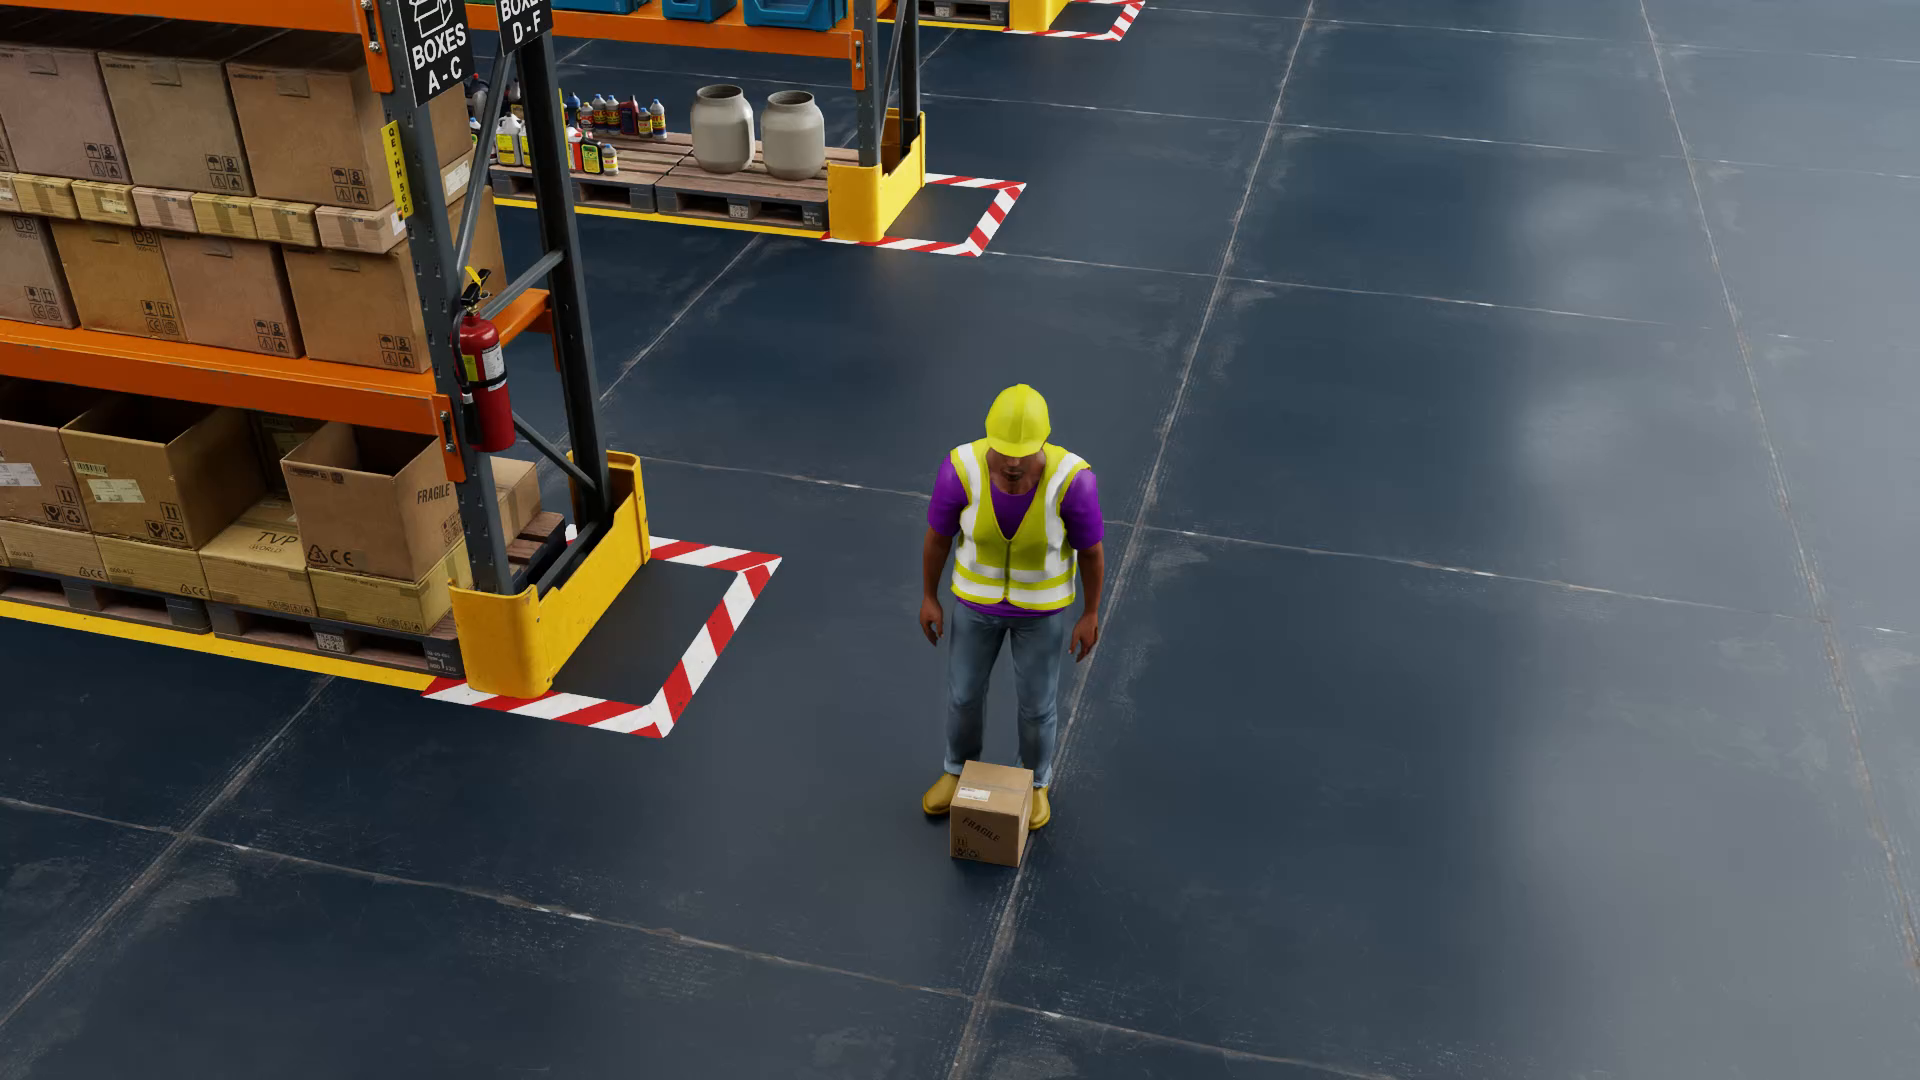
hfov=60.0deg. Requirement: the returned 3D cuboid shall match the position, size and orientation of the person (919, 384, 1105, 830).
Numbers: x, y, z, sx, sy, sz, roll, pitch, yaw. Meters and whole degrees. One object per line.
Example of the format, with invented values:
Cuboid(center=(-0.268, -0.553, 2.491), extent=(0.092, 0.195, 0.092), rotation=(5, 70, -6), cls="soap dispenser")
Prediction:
Cuboid(center=(0.172, 0.232, 5.761), extent=(0.633, 1.759, 0.462), rotation=(6, 33, 9), cls="person")
